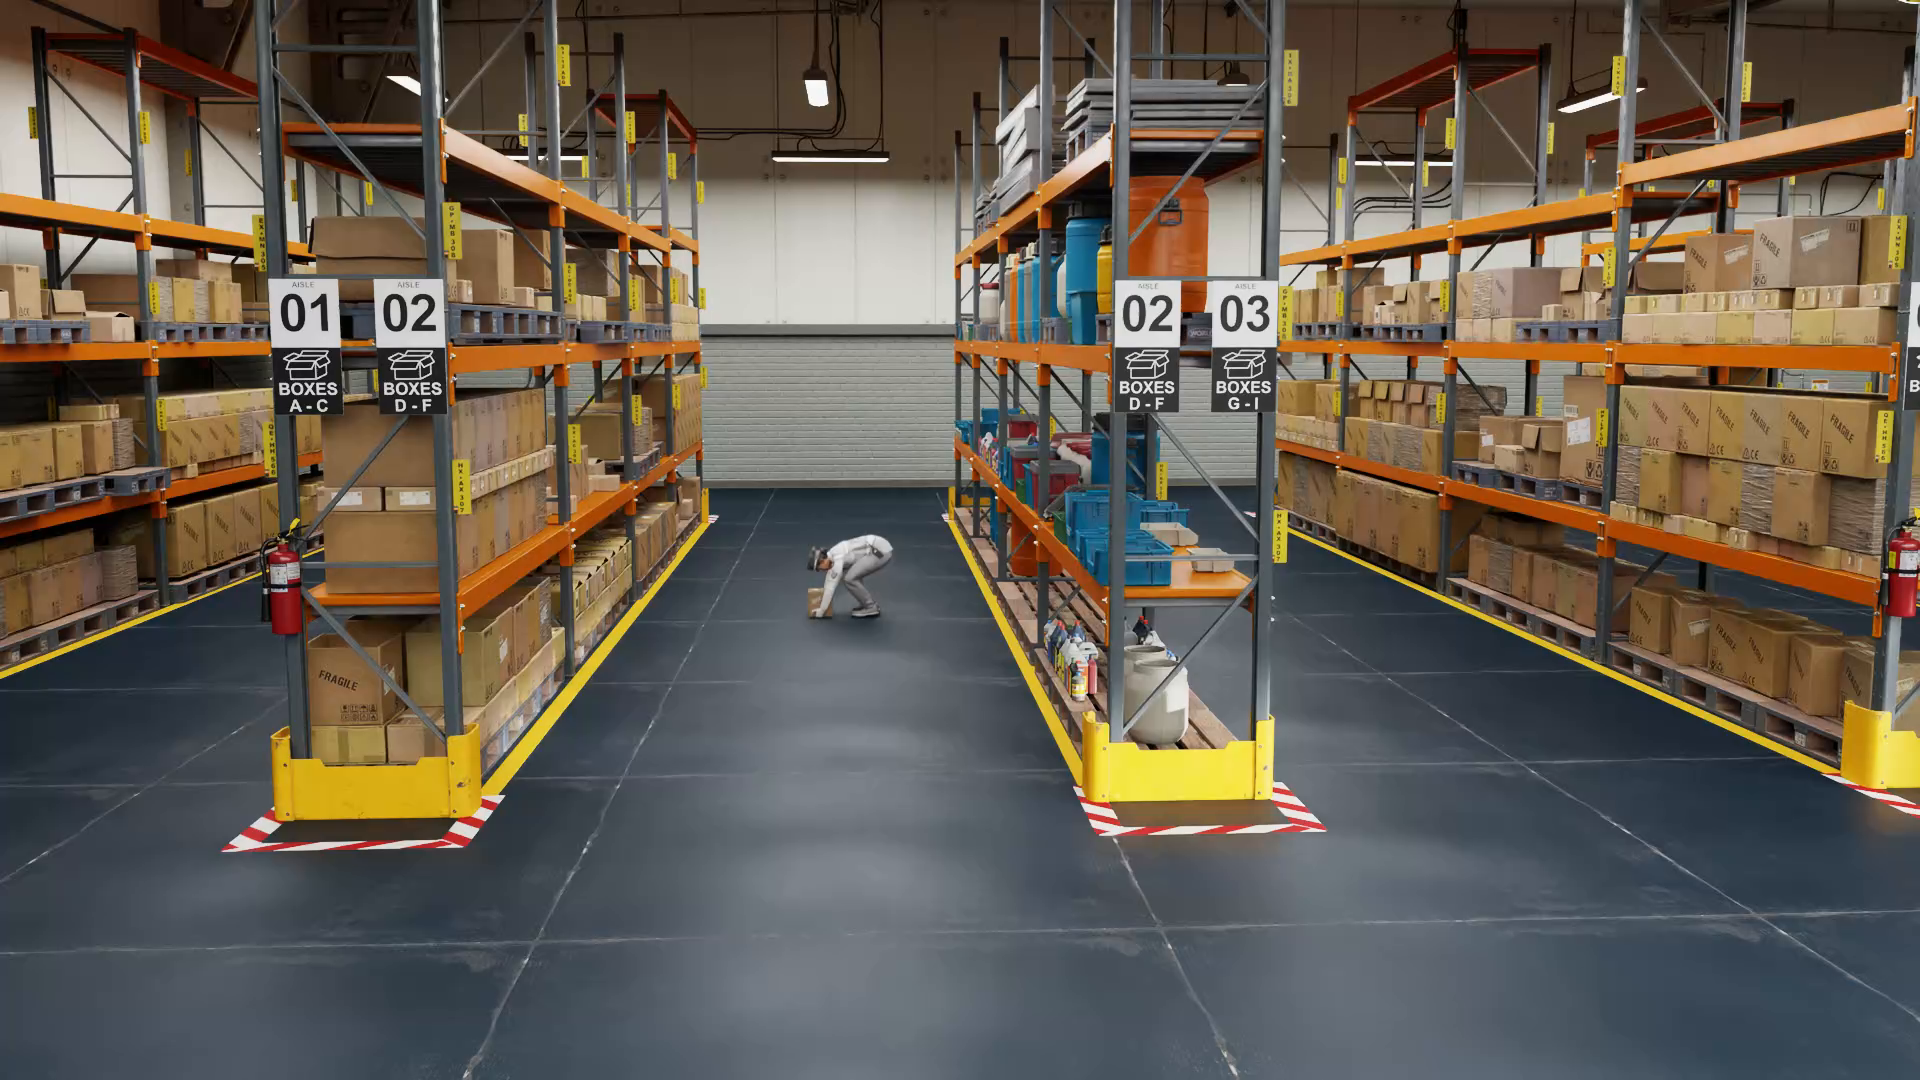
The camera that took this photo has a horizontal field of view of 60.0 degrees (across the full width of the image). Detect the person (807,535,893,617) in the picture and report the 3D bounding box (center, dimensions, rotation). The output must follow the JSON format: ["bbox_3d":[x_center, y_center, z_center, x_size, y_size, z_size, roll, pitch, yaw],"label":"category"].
[{"bbox_3d":[-1.139,0.377,17.212,0.894,0.833,0.468,-1,7,-6],"label":"person"}]
